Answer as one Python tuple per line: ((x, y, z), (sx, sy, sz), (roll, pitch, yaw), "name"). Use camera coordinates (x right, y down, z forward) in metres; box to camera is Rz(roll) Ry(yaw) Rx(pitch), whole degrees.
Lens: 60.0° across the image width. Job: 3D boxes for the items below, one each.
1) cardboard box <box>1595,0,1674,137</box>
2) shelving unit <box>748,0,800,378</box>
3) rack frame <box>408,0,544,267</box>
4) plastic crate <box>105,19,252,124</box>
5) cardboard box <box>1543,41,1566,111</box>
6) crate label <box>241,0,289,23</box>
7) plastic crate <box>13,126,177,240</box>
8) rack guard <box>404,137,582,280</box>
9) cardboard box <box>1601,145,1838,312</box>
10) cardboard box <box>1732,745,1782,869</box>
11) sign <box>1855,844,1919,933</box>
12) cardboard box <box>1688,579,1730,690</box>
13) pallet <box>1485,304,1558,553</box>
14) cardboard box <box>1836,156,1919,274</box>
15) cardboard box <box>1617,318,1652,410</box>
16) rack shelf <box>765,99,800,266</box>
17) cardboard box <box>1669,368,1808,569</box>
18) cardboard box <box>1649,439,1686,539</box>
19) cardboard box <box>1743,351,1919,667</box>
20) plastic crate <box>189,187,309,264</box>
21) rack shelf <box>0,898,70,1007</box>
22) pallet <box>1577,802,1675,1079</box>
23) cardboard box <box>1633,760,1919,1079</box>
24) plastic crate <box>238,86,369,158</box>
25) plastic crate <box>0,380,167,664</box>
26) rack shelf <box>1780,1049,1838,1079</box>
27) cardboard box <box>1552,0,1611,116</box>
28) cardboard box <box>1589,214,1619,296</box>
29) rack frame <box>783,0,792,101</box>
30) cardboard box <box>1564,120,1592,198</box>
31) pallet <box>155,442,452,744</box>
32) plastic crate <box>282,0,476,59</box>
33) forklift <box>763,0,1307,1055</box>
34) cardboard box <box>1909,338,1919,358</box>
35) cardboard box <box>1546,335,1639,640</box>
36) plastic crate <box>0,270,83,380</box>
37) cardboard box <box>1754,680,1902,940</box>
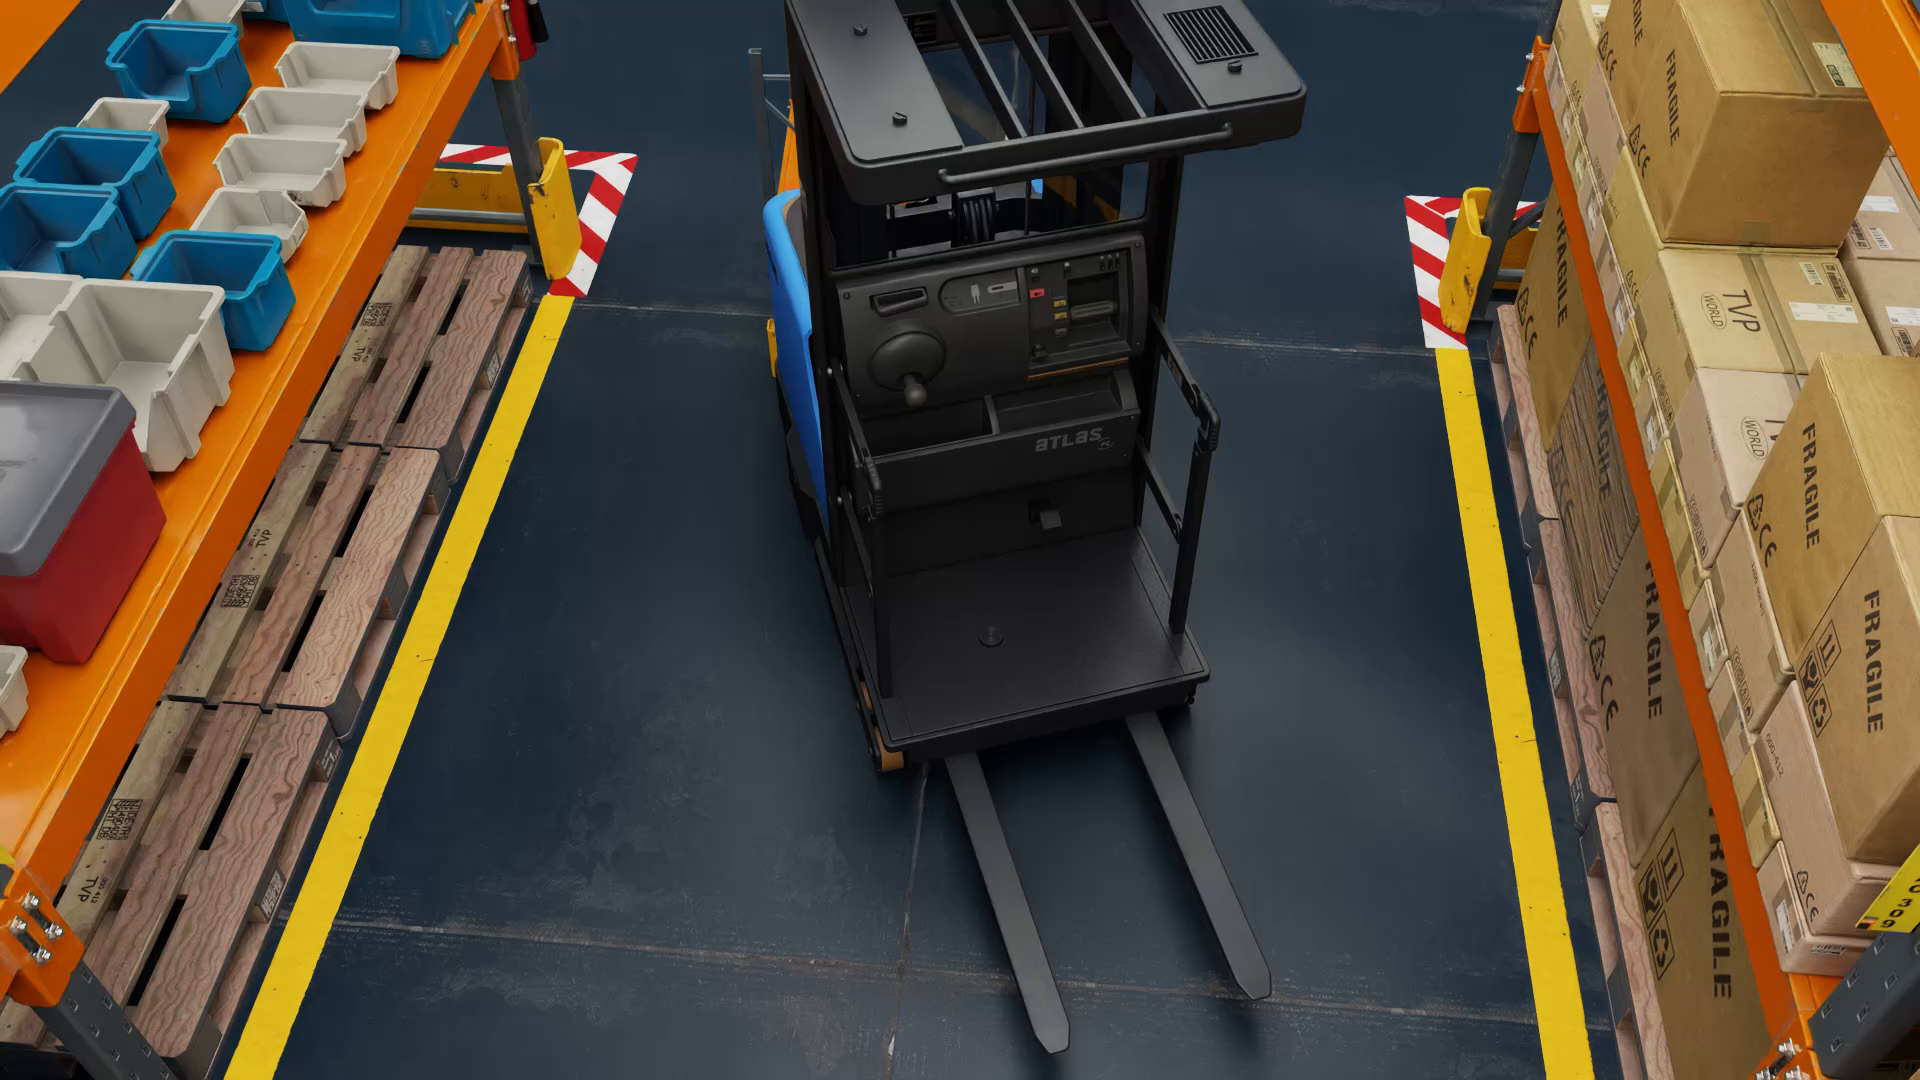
((2.293, -1.562, 5.038), (0.500, 0.500, 0.500), (3, 48, 3), "cardboard box")
((-0.475, -1.570, 6.670), (0.587, 1.500, 1.083), (1, 48, 1), "shelving unit")
((-2.281, -2.295, 6.316), (1.000, 3.000, 0.127), (4, 48, 4), "rack frame")
((-2.691, -1.615, 5.767), (0.416, 0.233, 0.300), (4, 48, 4), "plastic crate")
((2.291, -1.638, 5.886), (0.380, 0.149, 0.250), (4, 48, 4), "cardboard box")
((-2.631, -2.099, 6.210), (0.416, 0.233, 0.303), (4, 48, 4), "crate label")
((-2.751, -1.131, 5.325), (0.416, 0.233, 0.300), (4, 48, 4), "plastic crate")
((-2.291, -1.469, 7.255), (1.175, 0.500, 0.348), (4, 48, 4), "rack guard")
((2.249, -0.925, 4.963), (0.500, 0.250, 0.500), (2, 48, 2), "cardboard box")
((2.012, 0.627, 3.814), (0.380, 0.149, 0.250), (5, 48, 4), "cardboard box")
((1.734, 0.623, 3.007), (0.100, 0.325, 0.005), (4, 48, 4), "sign")
((2.059, 0.250, 4.159), (0.380, 0.149, 0.250), (5, 48, 4), "cardboard box")
((2.657, -0.427, 6.498), (1.003, 0.211, 1.213), (4, 48, 4), "pallet")
((2.779, -0.891, 4.932), (0.500, 0.250, 0.500), (2, 48, 2), "cardboard box")
((2.152, -0.508, 4.852), (0.380, 0.149, 0.250), (3, 48, 3), "cardboard box")
((-0.475, -1.442, 6.796), (0.538, 0.185, 1.000), (1, 48, 1), "rack shelf")
((2.157, -0.169, 4.272), (0.500, 0.250, 0.500), (5, 48, 4), "cardboard box")
((2.105, -0.128, 4.504), (0.380, 0.149, 0.250), (3, 48, 3), "cardboard box")
((2.113, -0.049, 3.654), (0.500, 0.500, 0.500), (4, 48, 4), "cardboard box")
((-2.225, -0.977, 5.249), (0.298, 0.136, 0.250), (4, 48, 4), "plastic crate")
((-2.828, 2.357, 2.549), (1.077, 0.370, 4.000), (4, 48, 4), "rack shelf")
((2.434, 1.366, 4.858), (1.003, 0.211, 1.213), (4, 48, 4), "pallet")
((2.427, 1.074, 4.391), (0.875, 0.875, 0.875), (4, 48, 4), "cardboard box")
((-2.216, -1.402, 5.638), (0.396, 0.136, 0.243), (4, 48, 4), "plastic crate")
((-2.314, -0.036, 4.166), (0.402, 0.464, 0.583), (4, 48, 4), "plastic crate")
((2.105, 2.690, 2.244), (1.077, 0.370, 4.000), (4, 48, 4), "rack shelf")
((2.339, -1.677, 5.651), (0.500, 0.250, 0.500), (3, 48, 2), "cardboard box")
((2.199, -0.883, 5.195), (0.380, 0.149, 0.250), (3, 48, 3), "cardboard box")
((-0.467, -1.939, 7.007), (0.500, 1.500, 0.032), (1, 48, 1), "rack frame")
((2.246, -1.261, 5.541), (0.380, 0.149, 0.250), (3, 48, 3), "cardboard box")
((-2.508, 0.144, 5.975), (1.003, 0.211, 1.213), (4, 48, 4), "pallet")
((-2.125, -2.068, 6.044), (0.616, 0.435, 0.499), (4, 48, 4), "plastic crate")
((0.166, -0.547, 4.764), (1.130, 2.935, 3.031), (-12, 49, -10), "forklift")
((2.681, -0.404, 3.978), (0.500, 0.500, 0.500), (3, 48, 2), "cardboard box")
((2.590, -0.242, 5.594), (0.875, 0.875, 0.875), (4, 48, 4), "cardboard box")
((-2.786, -0.586, 4.891), (0.293, 0.136, 0.466), (4, 48, 4), "plastic crate")
((2.066, 0.586, 3.581), (0.500, 0.250, 0.500), (3, 48, 3), "cardboard box")
